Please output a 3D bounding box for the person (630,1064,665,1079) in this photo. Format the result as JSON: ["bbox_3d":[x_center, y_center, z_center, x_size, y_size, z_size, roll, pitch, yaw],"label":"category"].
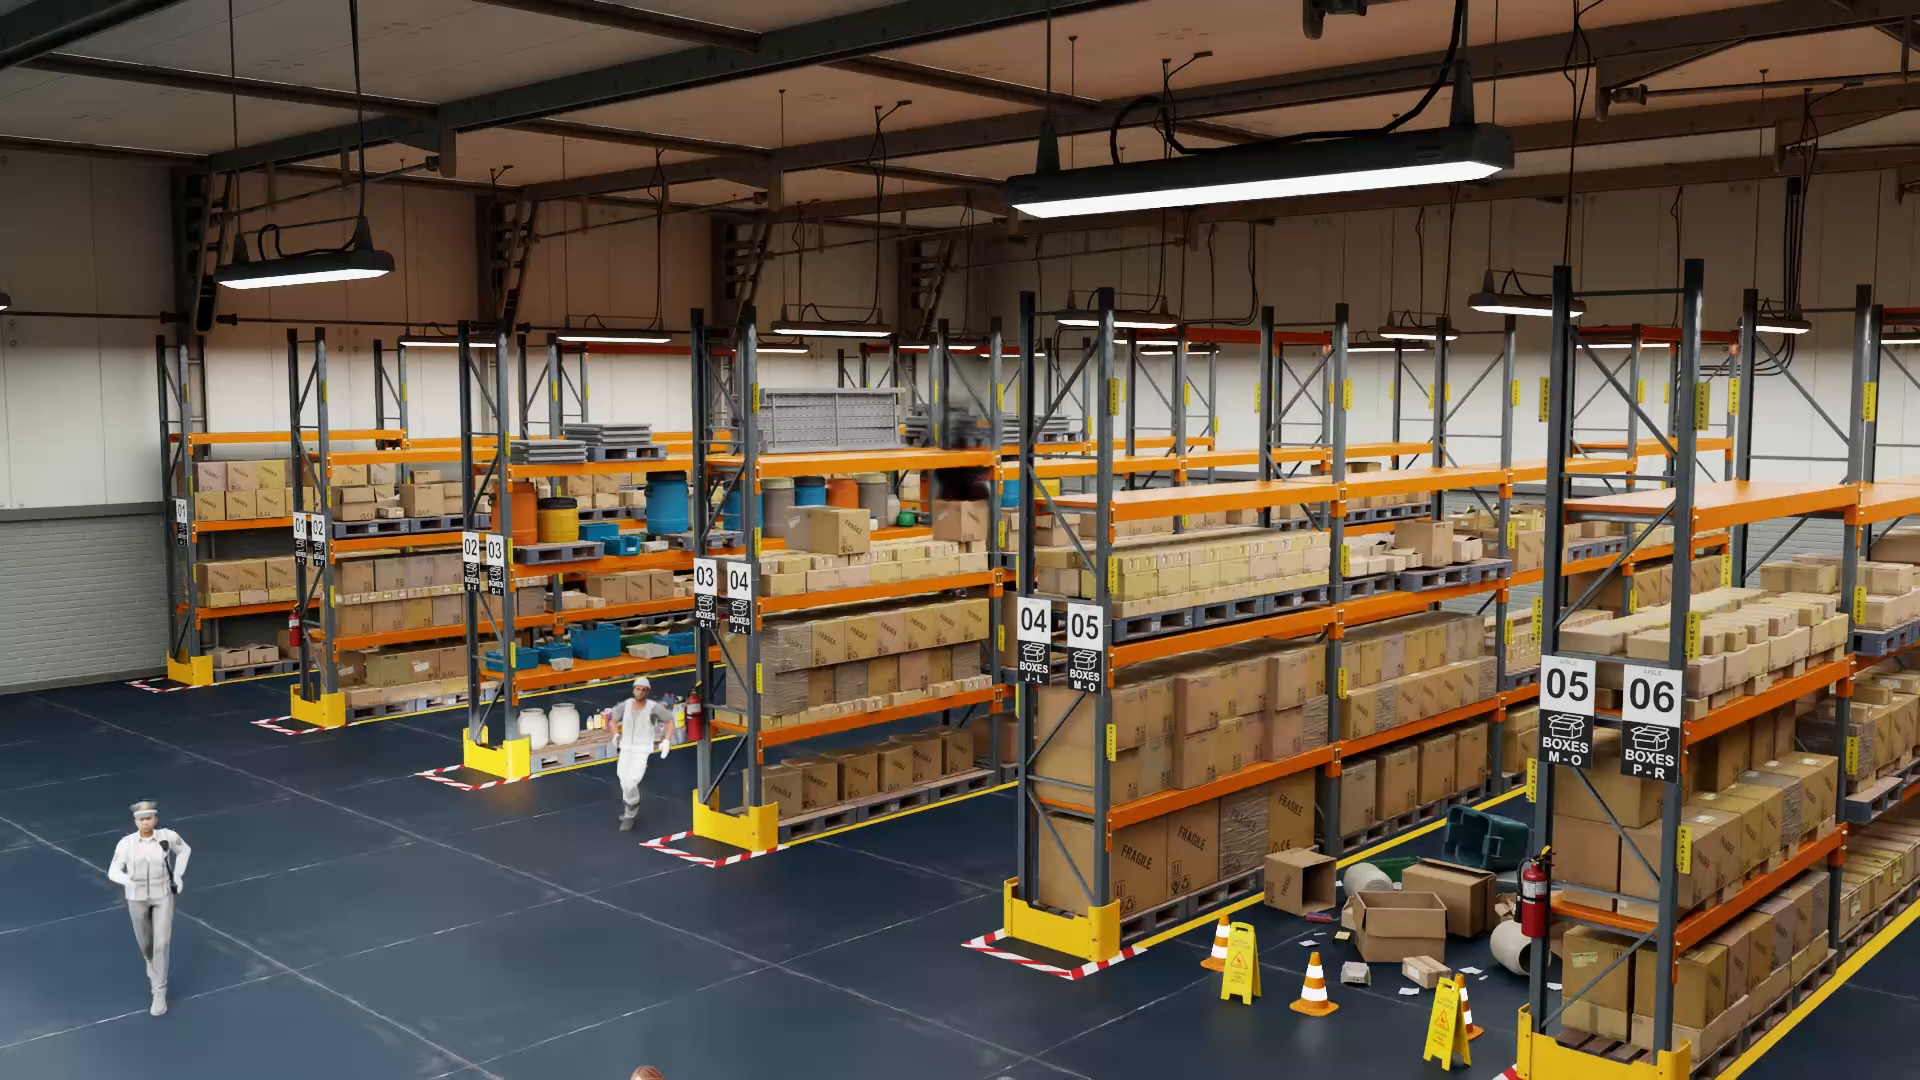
[{"bbox_3d":[-1.603,3.535,8.827,0.548,1.576,0.808,0,5,2],"label":"person"}]

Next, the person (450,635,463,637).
[{"bbox_3d":[-8.784,1.550,29.035,0.660,1.800,0.969,5,7,43],"label":"person"}]

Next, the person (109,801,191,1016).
[{"bbox_3d":[-6.774,3.008,13.928,0.613,1.712,0.924,-2,6,-22],"label":"person"}]

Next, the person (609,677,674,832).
[{"bbox_3d":[-3.734,2.477,19.309,0.732,1.799,0.633,1,6,14],"label":"person"}]
